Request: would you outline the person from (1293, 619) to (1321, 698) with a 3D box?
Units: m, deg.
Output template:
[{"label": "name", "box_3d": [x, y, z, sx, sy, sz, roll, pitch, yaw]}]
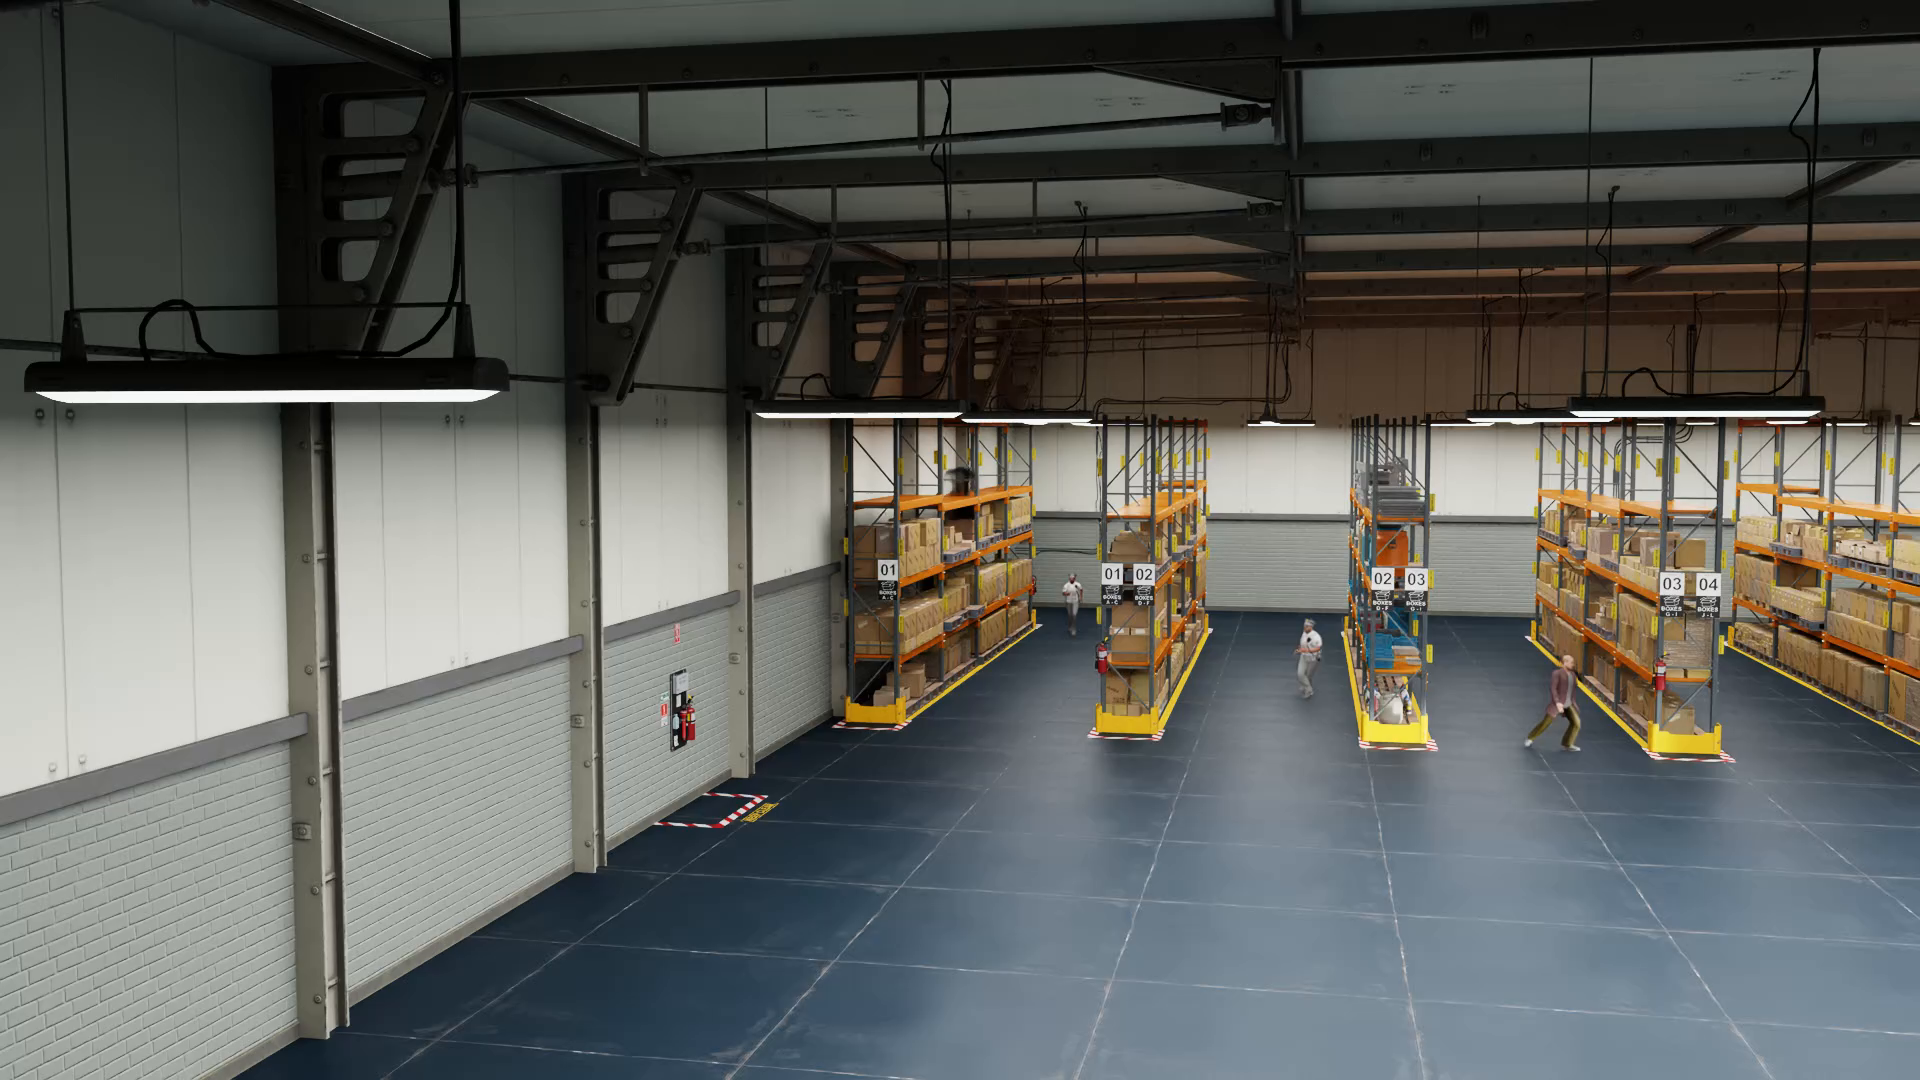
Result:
[{"label": "person", "box_3d": [7.480, 2.518, 35.625, 0.782, 1.702, 0.691, 4, 5, 45]}]

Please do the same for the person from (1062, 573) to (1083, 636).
[{"label": "person", "box_3d": [3.139, 1.765, 46.446, 0.552, 1.714, 0.861, 1, 4, 10]}]

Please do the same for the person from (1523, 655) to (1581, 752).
[{"label": "person", "box_3d": [10.542, 2.892, 29.595, 0.892, 1.705, 0.772, -2, 4, -24]}]
